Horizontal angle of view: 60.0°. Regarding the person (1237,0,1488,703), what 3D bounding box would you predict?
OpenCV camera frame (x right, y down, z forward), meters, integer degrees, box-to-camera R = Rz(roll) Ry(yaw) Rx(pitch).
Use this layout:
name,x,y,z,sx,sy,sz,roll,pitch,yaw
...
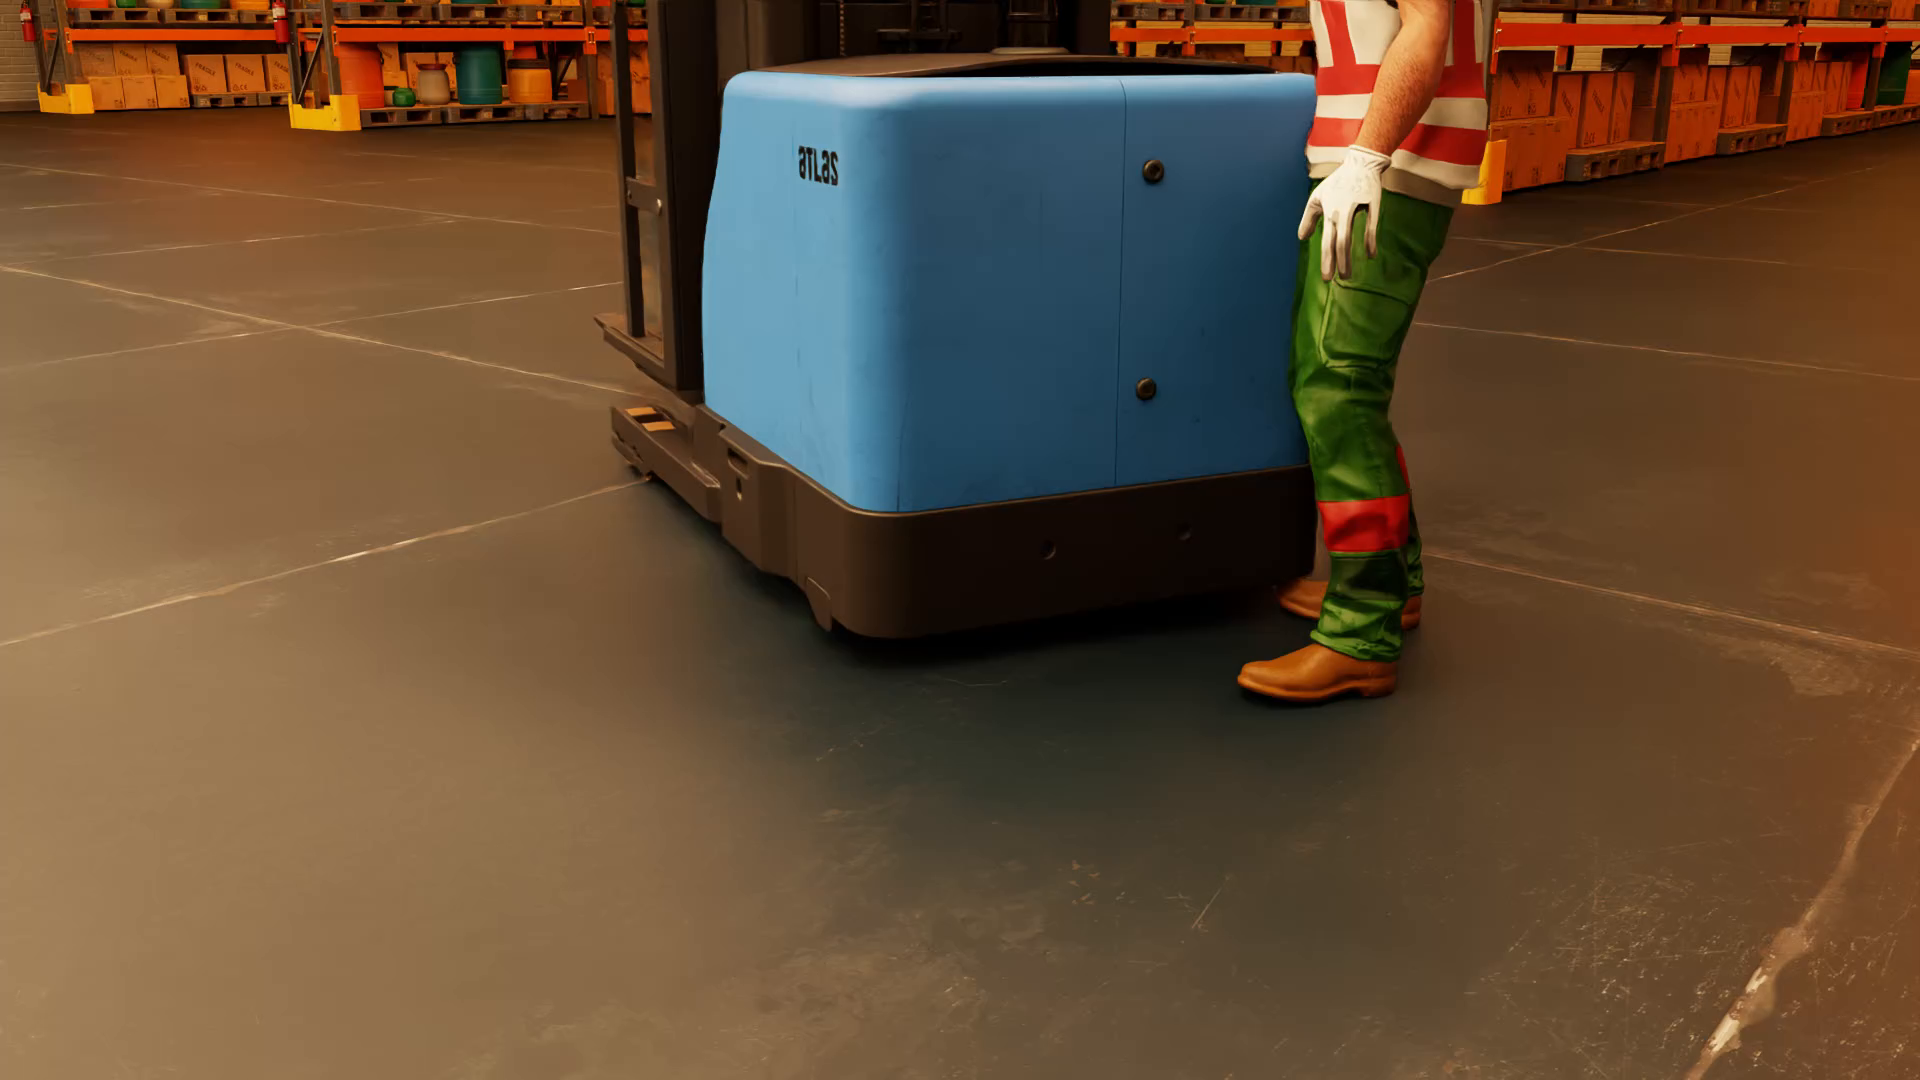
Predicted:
name,x,y,z,sx,sy,sz,roll,pitch,yaw
person,0.741,-0.651,3.065,0.413,1.757,0.805,3,17,8

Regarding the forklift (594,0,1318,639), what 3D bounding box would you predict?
name,x,y,z,sx,sy,sz,roll,pitch,yaw
forklift,-0.322,-1.603,4.175,1.130,2.935,3.031,-8,18,-23
